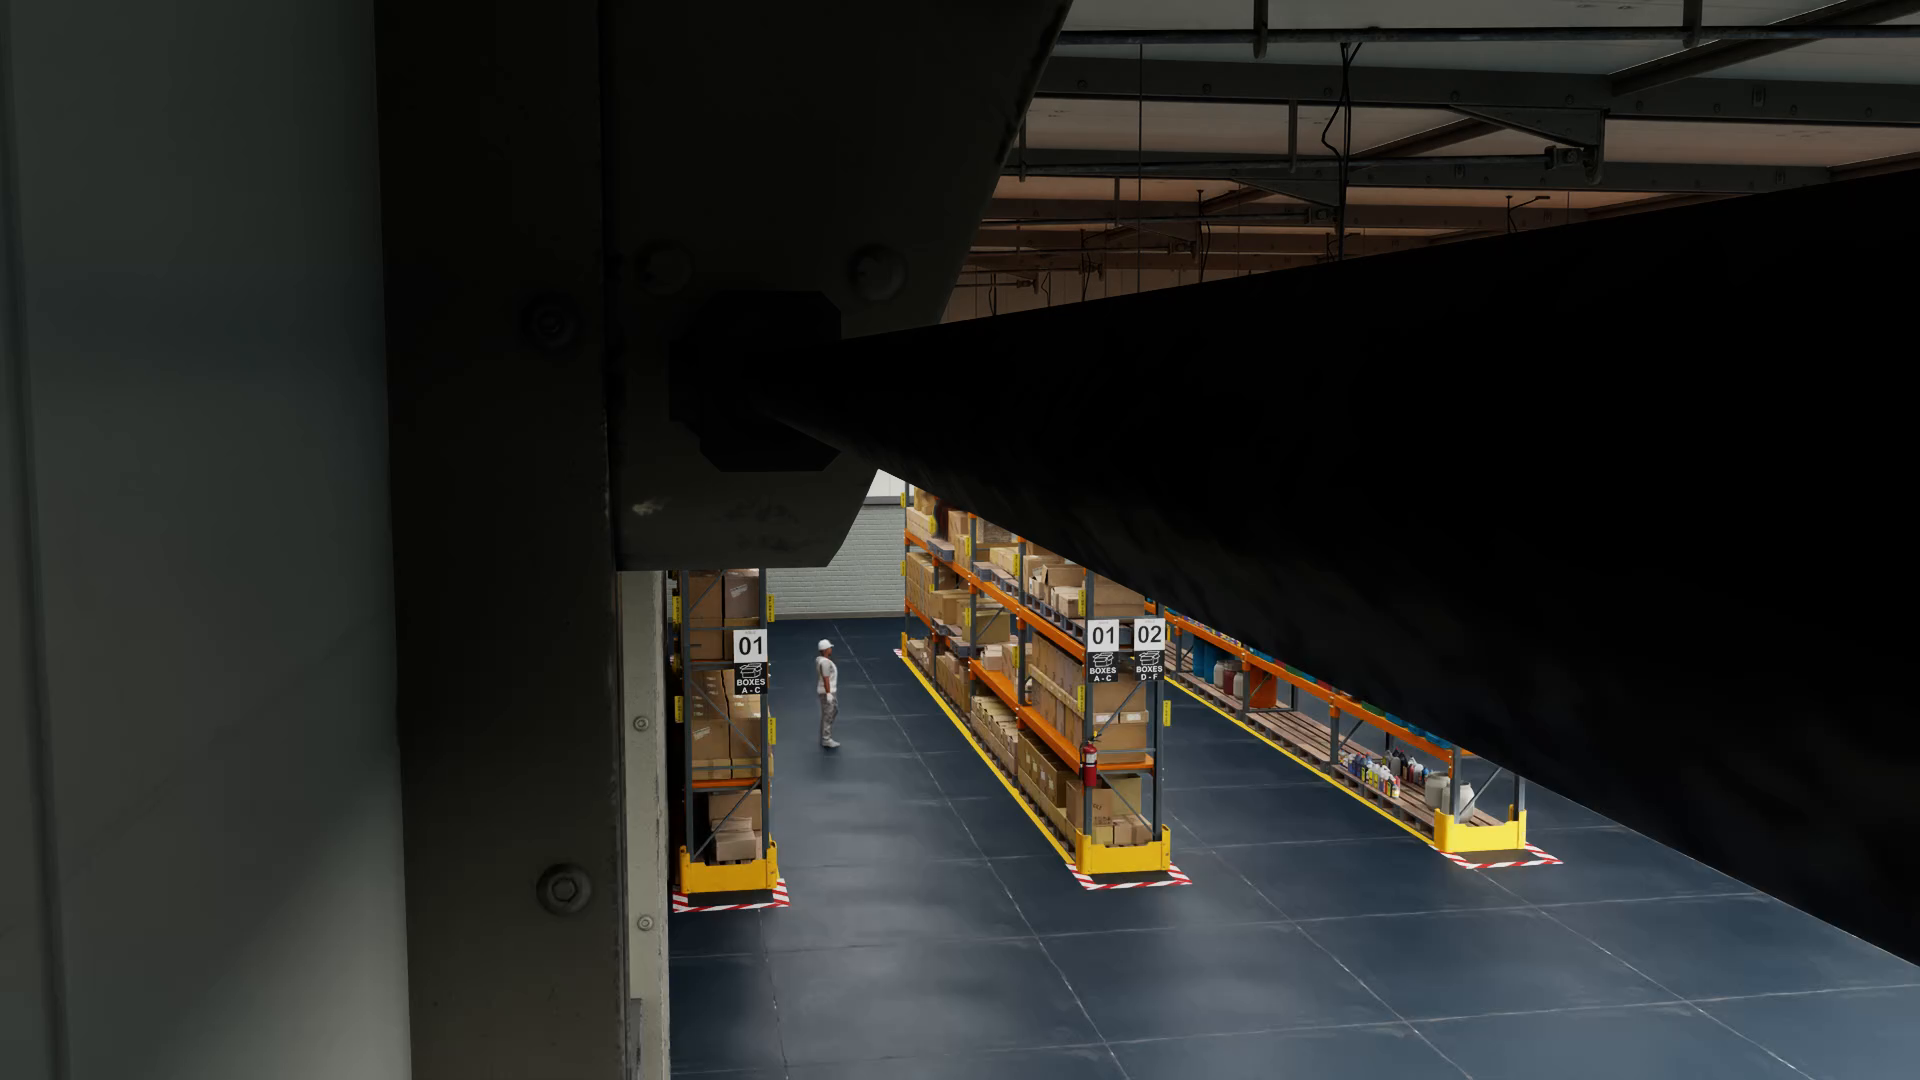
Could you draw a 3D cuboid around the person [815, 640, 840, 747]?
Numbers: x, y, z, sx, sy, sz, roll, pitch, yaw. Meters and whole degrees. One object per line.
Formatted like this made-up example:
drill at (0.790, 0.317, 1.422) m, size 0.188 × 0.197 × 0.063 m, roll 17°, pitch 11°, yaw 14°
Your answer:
person at (-2.218, 2.572, 27.875) m, size 0.406 × 1.817 × 0.617 m, roll -1°, pitch 6°, yaw -5°
